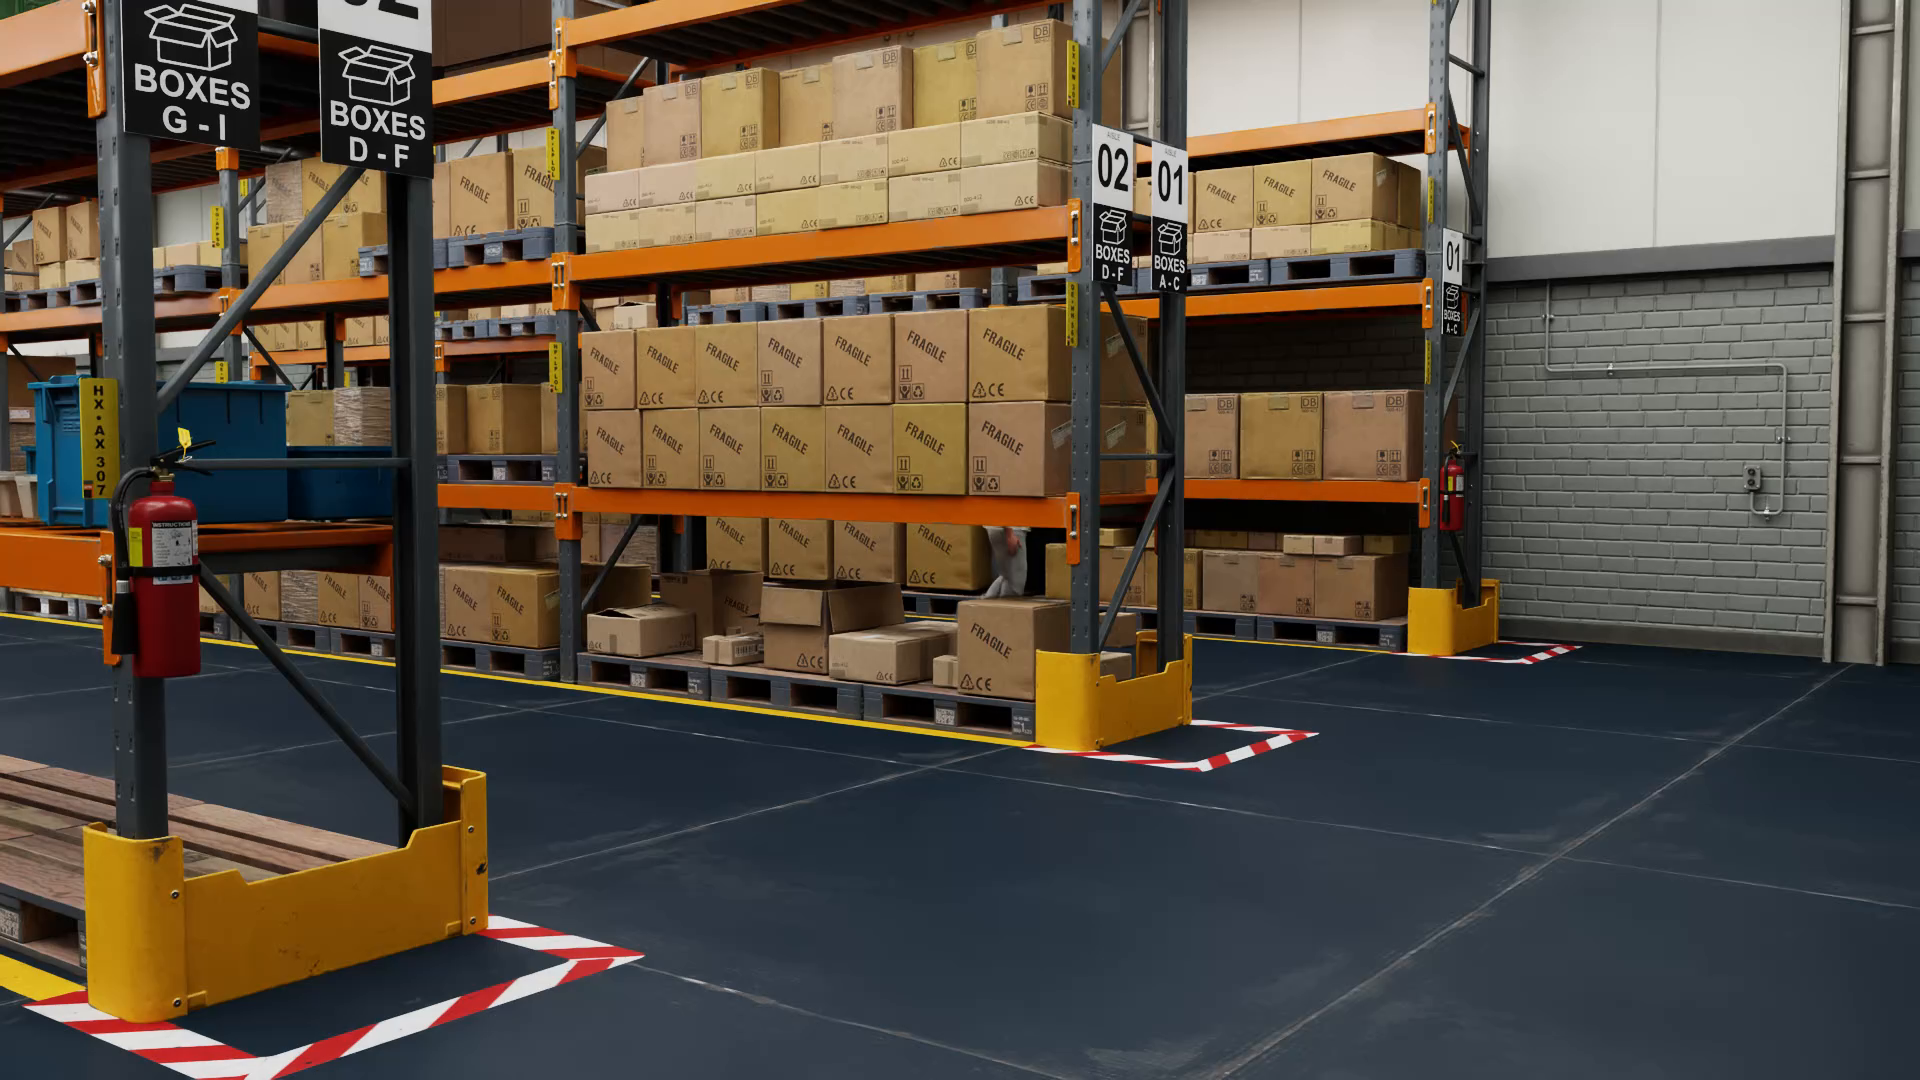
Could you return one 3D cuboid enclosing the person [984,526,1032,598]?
[{"bbox_3d":[0.369,-0.061,13.393,0.584,1.748,0.549,0,3,0],"label":"person"}]
